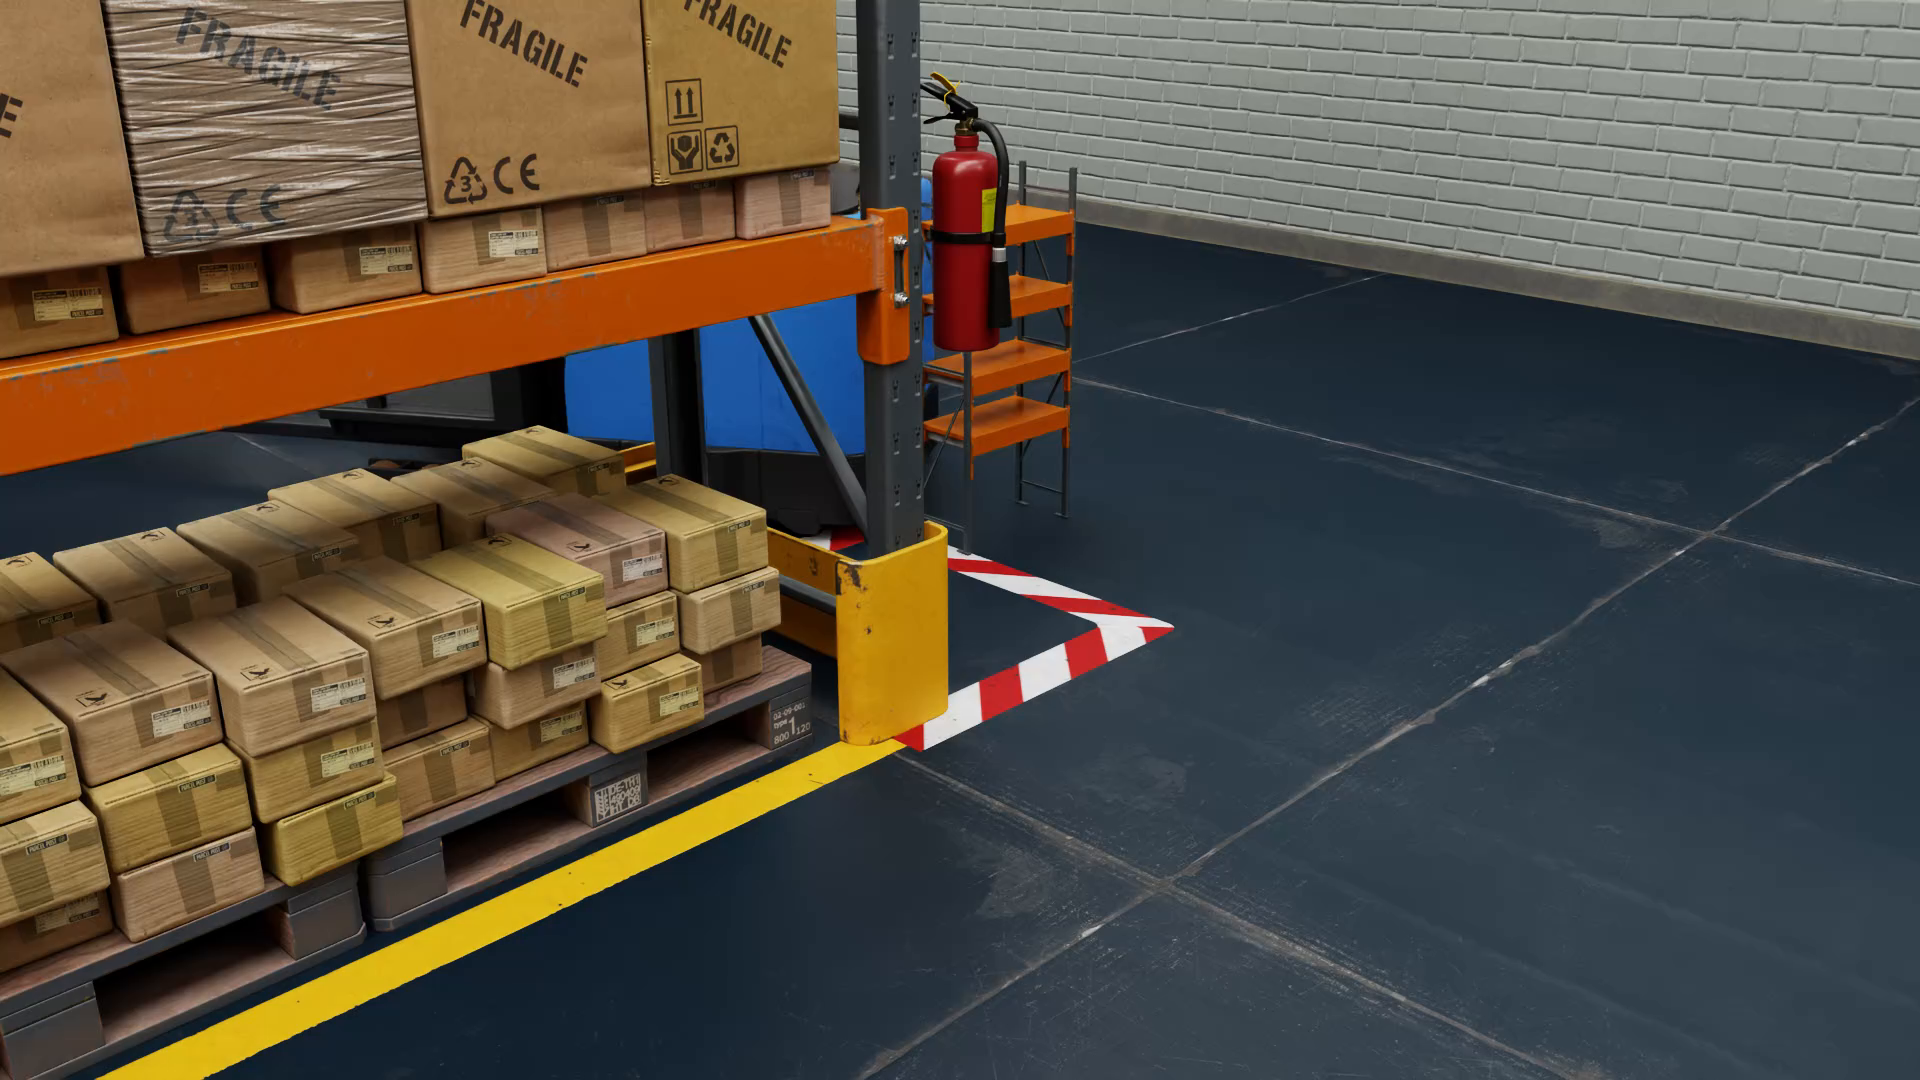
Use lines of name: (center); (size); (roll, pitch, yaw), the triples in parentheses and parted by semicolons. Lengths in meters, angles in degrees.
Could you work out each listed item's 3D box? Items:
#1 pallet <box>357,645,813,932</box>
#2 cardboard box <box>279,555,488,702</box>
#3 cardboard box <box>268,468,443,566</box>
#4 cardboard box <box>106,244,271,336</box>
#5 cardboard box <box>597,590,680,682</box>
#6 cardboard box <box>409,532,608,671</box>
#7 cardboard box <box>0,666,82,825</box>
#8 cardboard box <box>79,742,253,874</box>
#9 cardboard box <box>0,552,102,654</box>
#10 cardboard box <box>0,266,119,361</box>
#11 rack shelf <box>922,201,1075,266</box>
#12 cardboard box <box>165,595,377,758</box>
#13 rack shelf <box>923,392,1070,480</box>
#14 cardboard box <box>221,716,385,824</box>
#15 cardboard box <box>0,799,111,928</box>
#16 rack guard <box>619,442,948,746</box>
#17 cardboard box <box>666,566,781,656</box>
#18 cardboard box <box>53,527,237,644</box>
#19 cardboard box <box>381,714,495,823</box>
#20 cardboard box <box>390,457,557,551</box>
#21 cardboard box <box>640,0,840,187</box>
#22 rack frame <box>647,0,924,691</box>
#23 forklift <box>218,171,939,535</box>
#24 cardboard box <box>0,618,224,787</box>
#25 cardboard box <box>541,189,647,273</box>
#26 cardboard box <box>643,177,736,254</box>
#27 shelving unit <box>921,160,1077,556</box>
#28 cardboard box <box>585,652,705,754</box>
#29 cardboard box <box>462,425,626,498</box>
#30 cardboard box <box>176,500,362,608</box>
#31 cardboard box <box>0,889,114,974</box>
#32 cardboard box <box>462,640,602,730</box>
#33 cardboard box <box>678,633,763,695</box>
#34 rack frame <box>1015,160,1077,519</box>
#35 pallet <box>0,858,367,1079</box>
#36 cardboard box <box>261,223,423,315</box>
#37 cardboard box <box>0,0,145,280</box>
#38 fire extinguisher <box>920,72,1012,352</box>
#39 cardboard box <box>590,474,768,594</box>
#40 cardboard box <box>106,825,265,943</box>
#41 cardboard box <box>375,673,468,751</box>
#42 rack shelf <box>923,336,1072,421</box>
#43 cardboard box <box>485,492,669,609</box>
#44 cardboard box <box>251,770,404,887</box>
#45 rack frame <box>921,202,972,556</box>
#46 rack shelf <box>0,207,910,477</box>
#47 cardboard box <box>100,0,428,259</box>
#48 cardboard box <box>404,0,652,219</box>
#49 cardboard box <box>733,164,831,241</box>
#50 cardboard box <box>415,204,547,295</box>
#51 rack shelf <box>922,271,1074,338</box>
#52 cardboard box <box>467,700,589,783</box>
pallet: (-1.135, 0.443, 4.127); (1.003, 0.211, 1.213); (19, 28, 41)
cardboard box: (-1.210, 0.178, 3.490); (0.380, 0.149, 0.250); (18, 27, 39)
cardboard box: (-1.473, -0.037, 4.050); (0.380, 0.149, 0.250); (19, 28, 40)
cardboard box: (-1.477, -0.497, 3.037); (0.380, 0.149, 0.250); (18, 27, 38)
cardboard box: (-0.875, 0.179, 3.902); (0.380, 0.149, 0.250); (18, 28, 39)
cardboard box: (-0.984, 0.127, 3.621); (0.380, 0.149, 0.250); (18, 28, 39)
cardboard box: (-1.783, 0.375, 2.976); (0.380, 0.149, 0.250); (19, 28, 41)
cardboard box: (-1.559, 0.457, 3.179); (0.250, 0.149, 0.380); (-18, 28, -39)
cardboard box: (-2.003, 0.172, 3.505); (0.250, 0.149, 0.380); (-20, 28, -41)
cardboard box: (-1.650, -0.425, 2.848); (0.250, 0.149, 0.380); (-20, 28, -41)
rack shelf: (0.116, -0.969, 5.329); (0.258, 0.148, 0.480); (19, 28, 41)
cardboard box: (-1.357, 0.261, 3.274); (0.250, 0.149, 0.380); (-19, 28, -40)
rack shelf: (0.116, -0.355, 5.565); (0.258, 0.148, 0.480); (19, 28, 41)
cardboard box: (-1.367, 0.396, 3.338); (0.250, 0.149, 0.380); (-20, 28, -41)
cardboard box: (-1.731, 0.535, 2.977); (0.380, 0.149, 0.250); (20, 28, 41)
rack guard: (-0.543, 0.109, 4.595); (1.175, 0.500, 0.348); (19, 28, 41)
cardboard box: (-0.654, 0.125, 4.042); (0.380, 0.149, 0.250); (18, 28, 39)
cardboard box: (-1.787, 0.116, 3.651); (0.250, 0.149, 0.380); (-19, 28, -40)
cardboard box: (-1.224, 0.449, 3.614); (0.380, 0.149, 0.250); (20, 28, 41)
cardboard box: (-1.205, -0.070, 4.135); (0.250, 0.149, 0.380); (-20, 28, -41)
cardboard box: (-0.619, -1.083, 3.658); (0.500, 0.500, 0.500); (-19, 28, -41)
rack frame: (-0.490, -1.078, 4.198); (1.000, 3.000, 0.127); (19, 28, 41)
forklift: (-1.653, -1.643, 5.765); (3.031, 2.935, 1.130); (5, 22, 12)
cardboard box: (-1.621, 0.301, 3.170); (0.380, 0.149, 0.250); (18, 27, 39)
cardboard box: (-0.880, -0.683, 3.521); (0.380, 0.149, 0.250); (19, 28, 40)
cardboard box: (-0.715, -0.751, 3.699); (0.380, 0.149, 0.250); (19, 28, 41)
shelving unit: (0.116, -0.603, 5.470); (0.258, 1.200, 0.503); (19, 28, 41)
cardboard box: (-0.815, 0.336, 3.908); (0.250, 0.149, 0.380); (-19, 28, -40)
cardboard box: (-1.099, -0.171, 4.398); (0.380, 0.149, 0.250); (18, 27, 38)
cardboard box: (-1.586, 0.047, 3.830); (0.380, 0.149, 0.250); (18, 27, 38)
cardboard box: (-1.792, 0.642, 3.113); (0.250, 0.149, 0.380); (-19, 28, -41)
cardboard box: (-1.015, 0.259, 3.693); (0.380, 0.149, 0.250); (18, 27, 39)
cardboard box: (-0.708, 0.244, 4.146); (0.250, 0.149, 0.380); (-20, 28, -41)
rack frame: (0.286, -0.665, 5.633); (0.240, 1.200, 0.015); (19, 28, 41)
pallet: (-1.986, 0.755, 3.315); (1.003, 0.211, 1.213); (19, 28, 41)
cardboard box: (-1.246, -0.551, 3.178); (0.380, 0.149, 0.250); (18, 27, 38)
cardboard box: (-1.684, -0.694, 2.645); (0.500, 0.500, 0.500); (-18, 28, -39)
fire extinguisher: (0.016, -0.817, 4.146); (0.296, 0.674, 0.183); (19, 28, 41)
cardboard box: (-0.678, -0.021, 4.008); (0.380, 0.149, 0.250); (20, 28, 41)
cardboard box: (-1.562, 0.595, 3.233); (0.250, 0.149, 0.380); (-20, 28, -41)
cardboard box: (-1.276, 0.303, 3.580); (0.380, 0.149, 0.250); (19, 28, 40)
rack shelf: (0.116, -0.540, 5.494); (0.258, 0.148, 0.480); (19, 28, 41)
cardboard box: (-0.894, 0.029, 3.877); (0.250, 0.149, 0.380); (-20, 28, -41)
cardboard box: (-1.357, 0.530, 3.402); (0.380, 0.149, 0.250); (18, 27, 38)
rack frame: (-0.055, -0.540, 5.307); (0.240, 1.200, 0.015); (19, 28, 41)
rack shelf: (-1.885, -0.228, 2.989); (1.077, 0.370, 4.000); (19, 28, 41)
cardboard box: (-1.329, -0.820, 2.972); (0.500, 0.500, 0.500); (19, 28, 41)
cardboard box: (-0.982, -0.952, 3.317); (0.500, 0.500, 0.500); (19, 28, 40)
cardboard box: (-0.515, -0.806, 3.841); (0.380, 0.149, 0.250); (19, 28, 41)
cardboard box: (-1.041, -0.612, 3.335); (0.250, 0.149, 0.380); (-19, 28, -41)
rack shelf: (0.116, -0.749, 5.414); (0.258, 0.148, 0.480); (19, 28, 41)
cardboard box: (-1.061, 0.382, 3.787); (0.380, 0.149, 0.250); (19, 28, 40)
